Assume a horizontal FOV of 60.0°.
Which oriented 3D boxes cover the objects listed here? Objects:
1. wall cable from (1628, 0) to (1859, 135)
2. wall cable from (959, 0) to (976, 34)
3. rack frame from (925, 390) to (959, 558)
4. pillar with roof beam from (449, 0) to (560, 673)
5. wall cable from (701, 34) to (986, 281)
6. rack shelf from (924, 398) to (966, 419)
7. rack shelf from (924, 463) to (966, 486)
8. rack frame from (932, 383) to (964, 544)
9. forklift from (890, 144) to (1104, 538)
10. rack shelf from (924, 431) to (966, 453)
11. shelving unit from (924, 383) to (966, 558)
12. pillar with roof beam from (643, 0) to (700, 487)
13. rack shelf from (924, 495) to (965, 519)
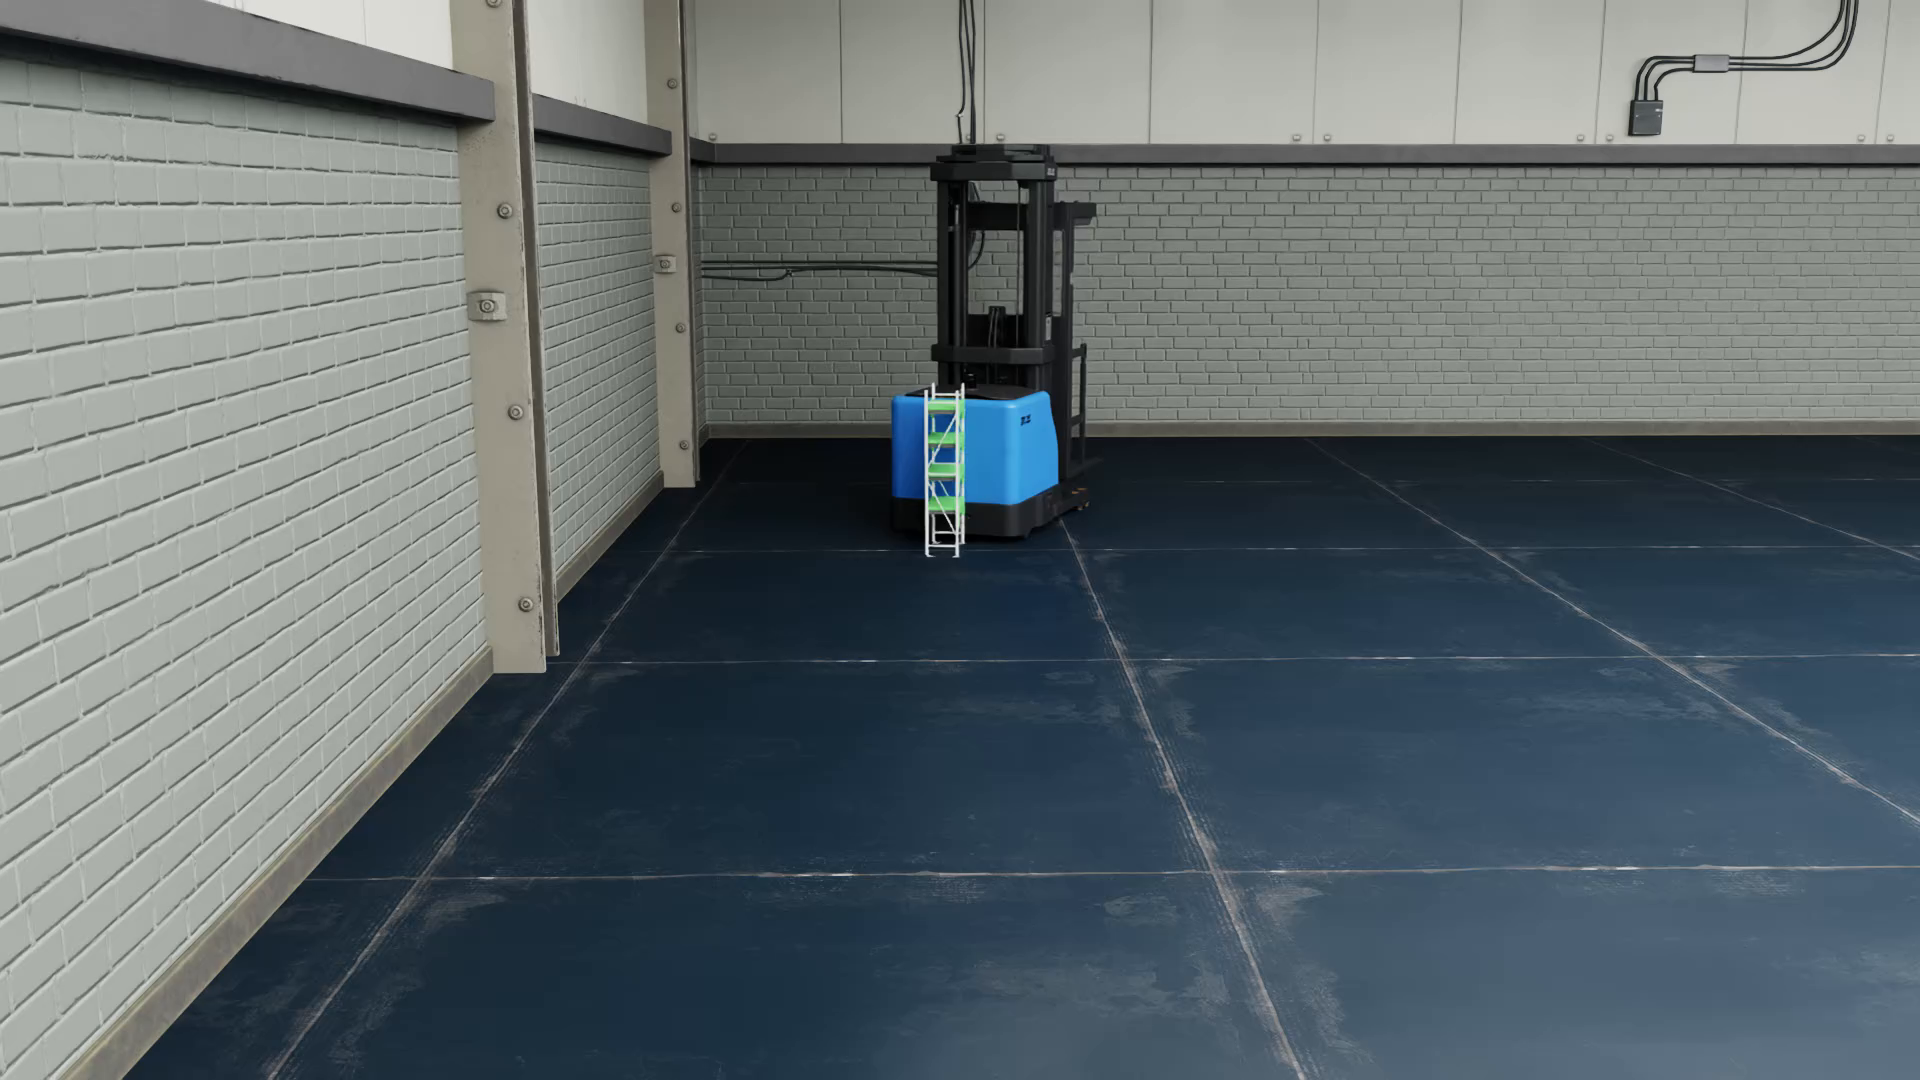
[{"bbox_3d":[8.217,-7.215,16.938,2.305,6.003,0.169,0,11,-1],"label":"wall cable"},{"bbox_3d":[1.430,-6.477,16.960,3.097,2.526,0.112,0,11,-1],"label":"wall cable"},{"bbox_3d":[-0.128,-0.464,11.829,0.240,1.200,0.015,1,12,5],"label":"rack frame"},{"bbox_3d":[1.892,-3.747,8.394,9.100,9.000,0.400,0,11,-1],"label":"pillar with roof beam"},{"bbox_3d":[-1.275,-3.991,17.408,3.097,2.526,0.112,0,11,-1],"label":"wall cable"},{"bbox_3d":[-0.108,-0.920,11.985,0.258,0.148,0.480,1,12,5],"label":"rack shelf"},{"bbox_3d":[-0.108,-0.450,12.080,0.258,0.148,0.480,1,12,5],"label":"rack shelf"},{"bbox_3d":[-0.088,-0.561,12.306,0.240,1.200,0.015,1,12,5],"label":"rack frame"},{"bbox_3d":[0.459,-1.701,13.570,1.130,2.935,3.031,4,12,20],"label":"forklift"},{"bbox_3d":[-0.108,-0.685,12.033,0.258,0.148,0.480,1,12,5],"label":"rack shelf"},{"bbox_3d":[-0.108,-0.513,12.068,0.258,1.200,0.503,1,12,5],"label":"shelving unit"},{"bbox_3d":[1.768,-4.939,14.273,9.100,9.000,0.400,0,11,-1],"label":"pillar with roof beam"},{"bbox_3d":[-0.108,-0.215,12.128,0.258,0.148,0.480,1,12,5],"label":"rack shelf"}]
